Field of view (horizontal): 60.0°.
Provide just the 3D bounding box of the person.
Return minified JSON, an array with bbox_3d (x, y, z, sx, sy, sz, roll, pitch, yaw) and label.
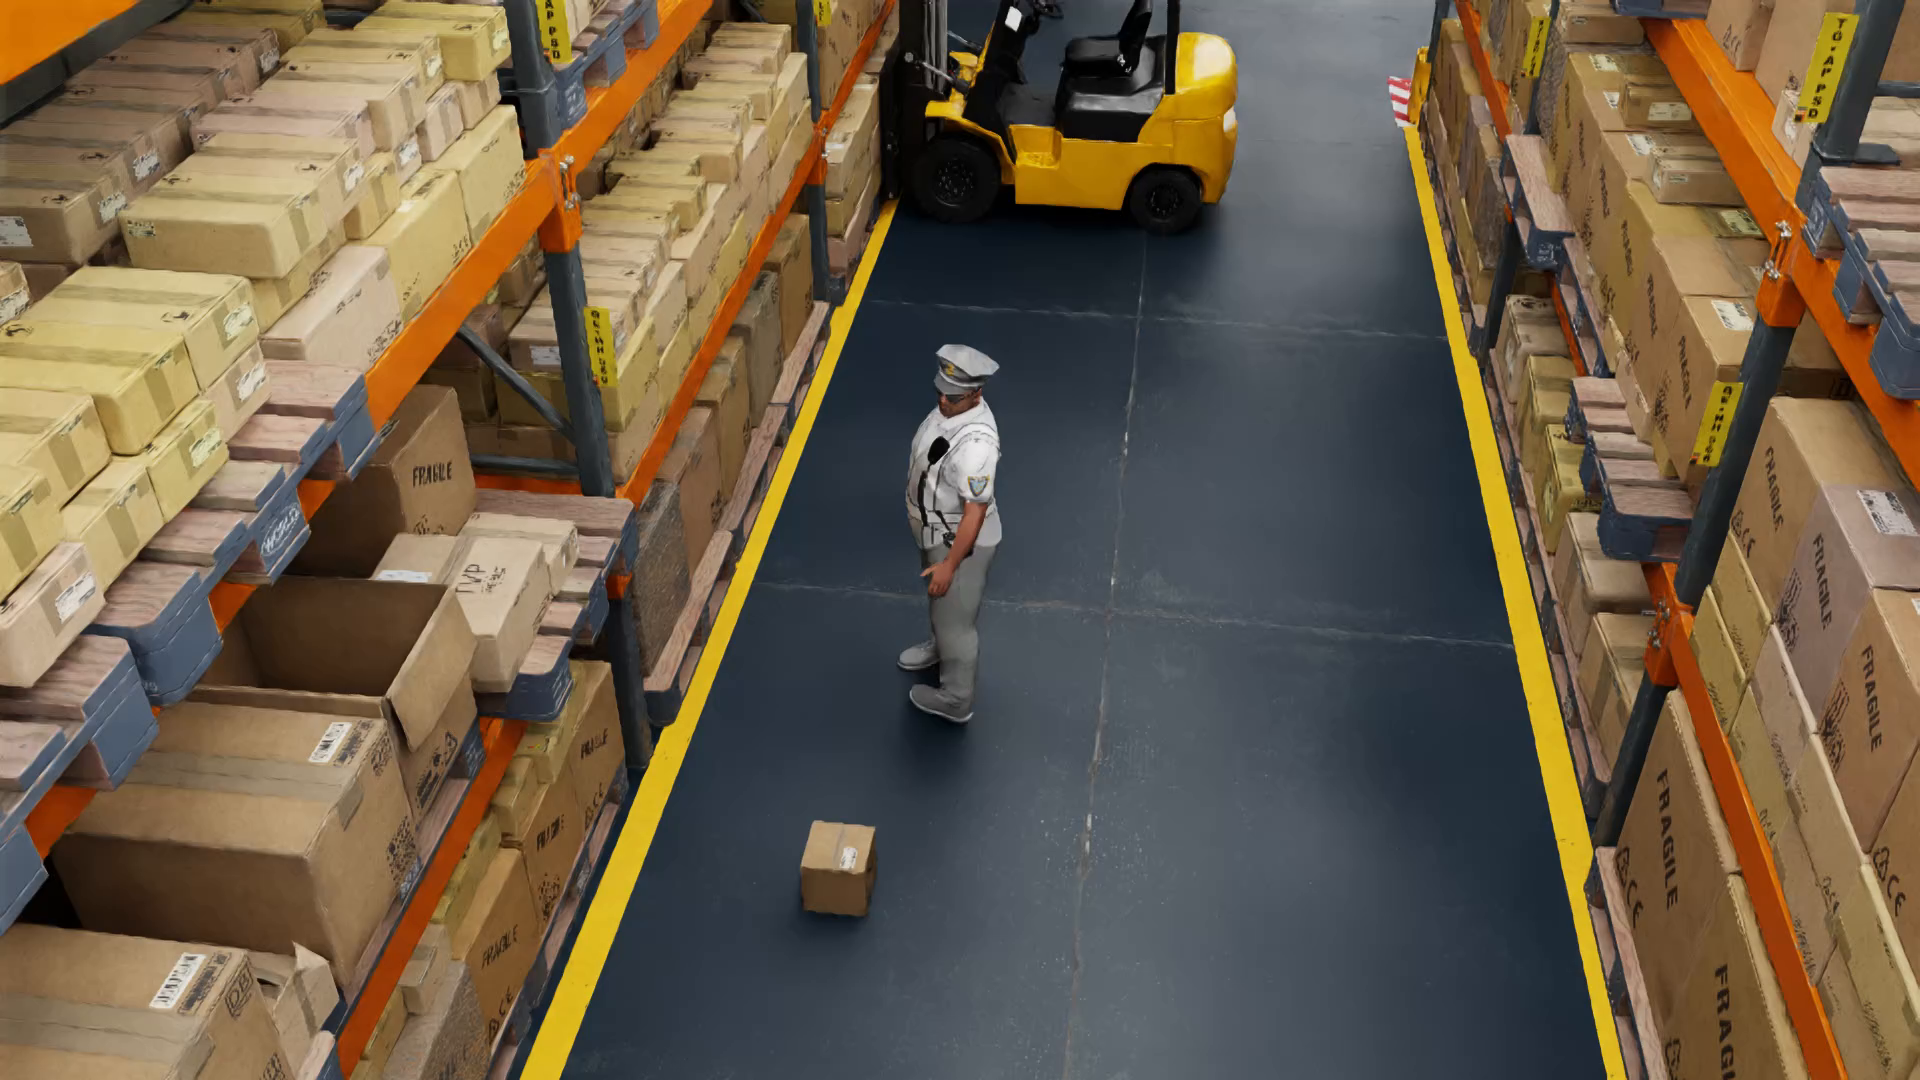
[{"bbox_3d":[-0.054,-0.040,7.083,0.421,1.771,0.563,-5,36,-7],"label":"person"}]
